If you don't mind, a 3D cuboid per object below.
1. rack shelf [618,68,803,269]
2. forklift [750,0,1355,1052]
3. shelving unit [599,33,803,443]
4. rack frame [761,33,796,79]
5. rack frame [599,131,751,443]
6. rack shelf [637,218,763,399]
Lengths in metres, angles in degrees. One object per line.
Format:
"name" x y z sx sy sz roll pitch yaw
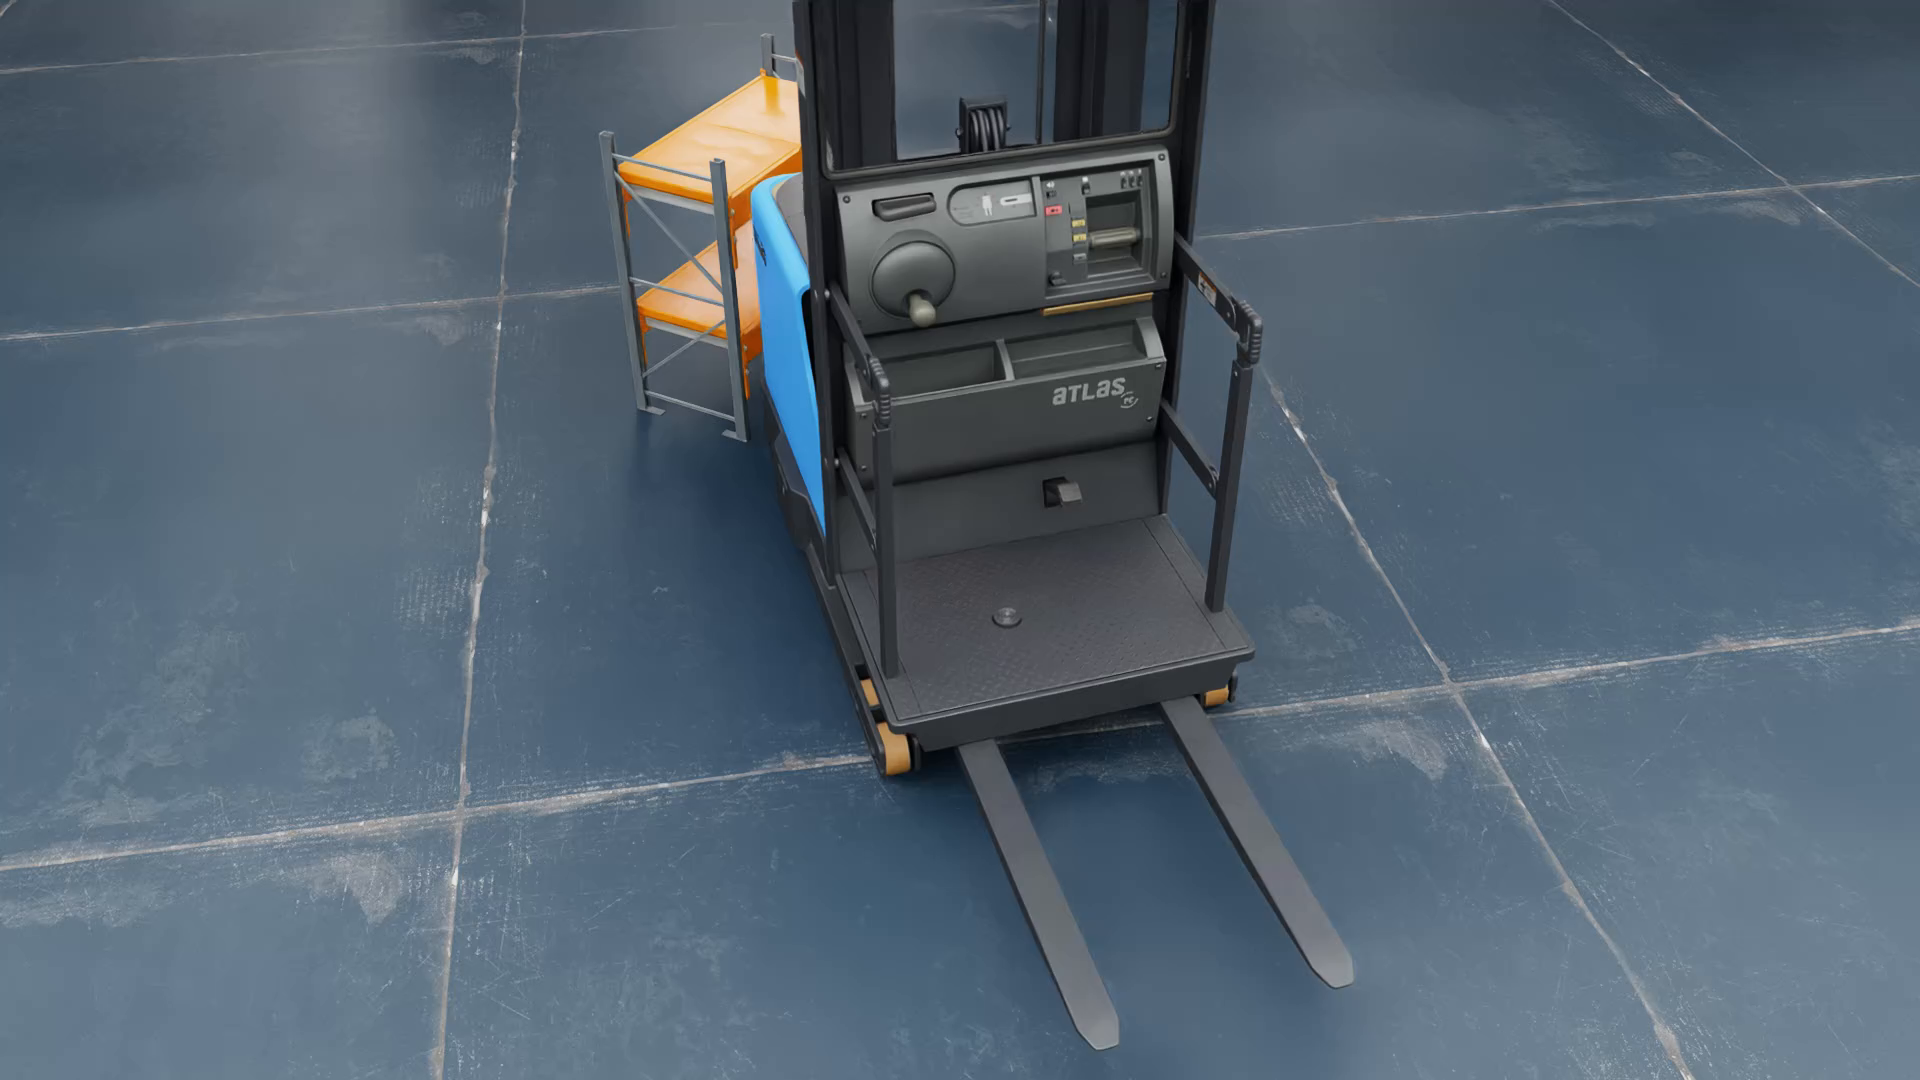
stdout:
"rack shelf" -0.778 -1.395 6.152 0.538 0.278 1.000 18 41 21
"forklift" 0.198 -0.743 4.318 1.130 2.935 3.031 -10 39 -13
"shelving unit" -0.778 -1.164 6.331 0.538 1.125 1.048 18 41 21
"rack frame" -0.542 -1.440 6.687 0.500 1.125 0.032 18 41 21
"rack frame" -1.013 -0.888 5.976 0.500 1.125 0.032 18 41 21
"rack shelf" -0.778 -0.971 6.481 0.538 0.278 1.000 18 41 21
